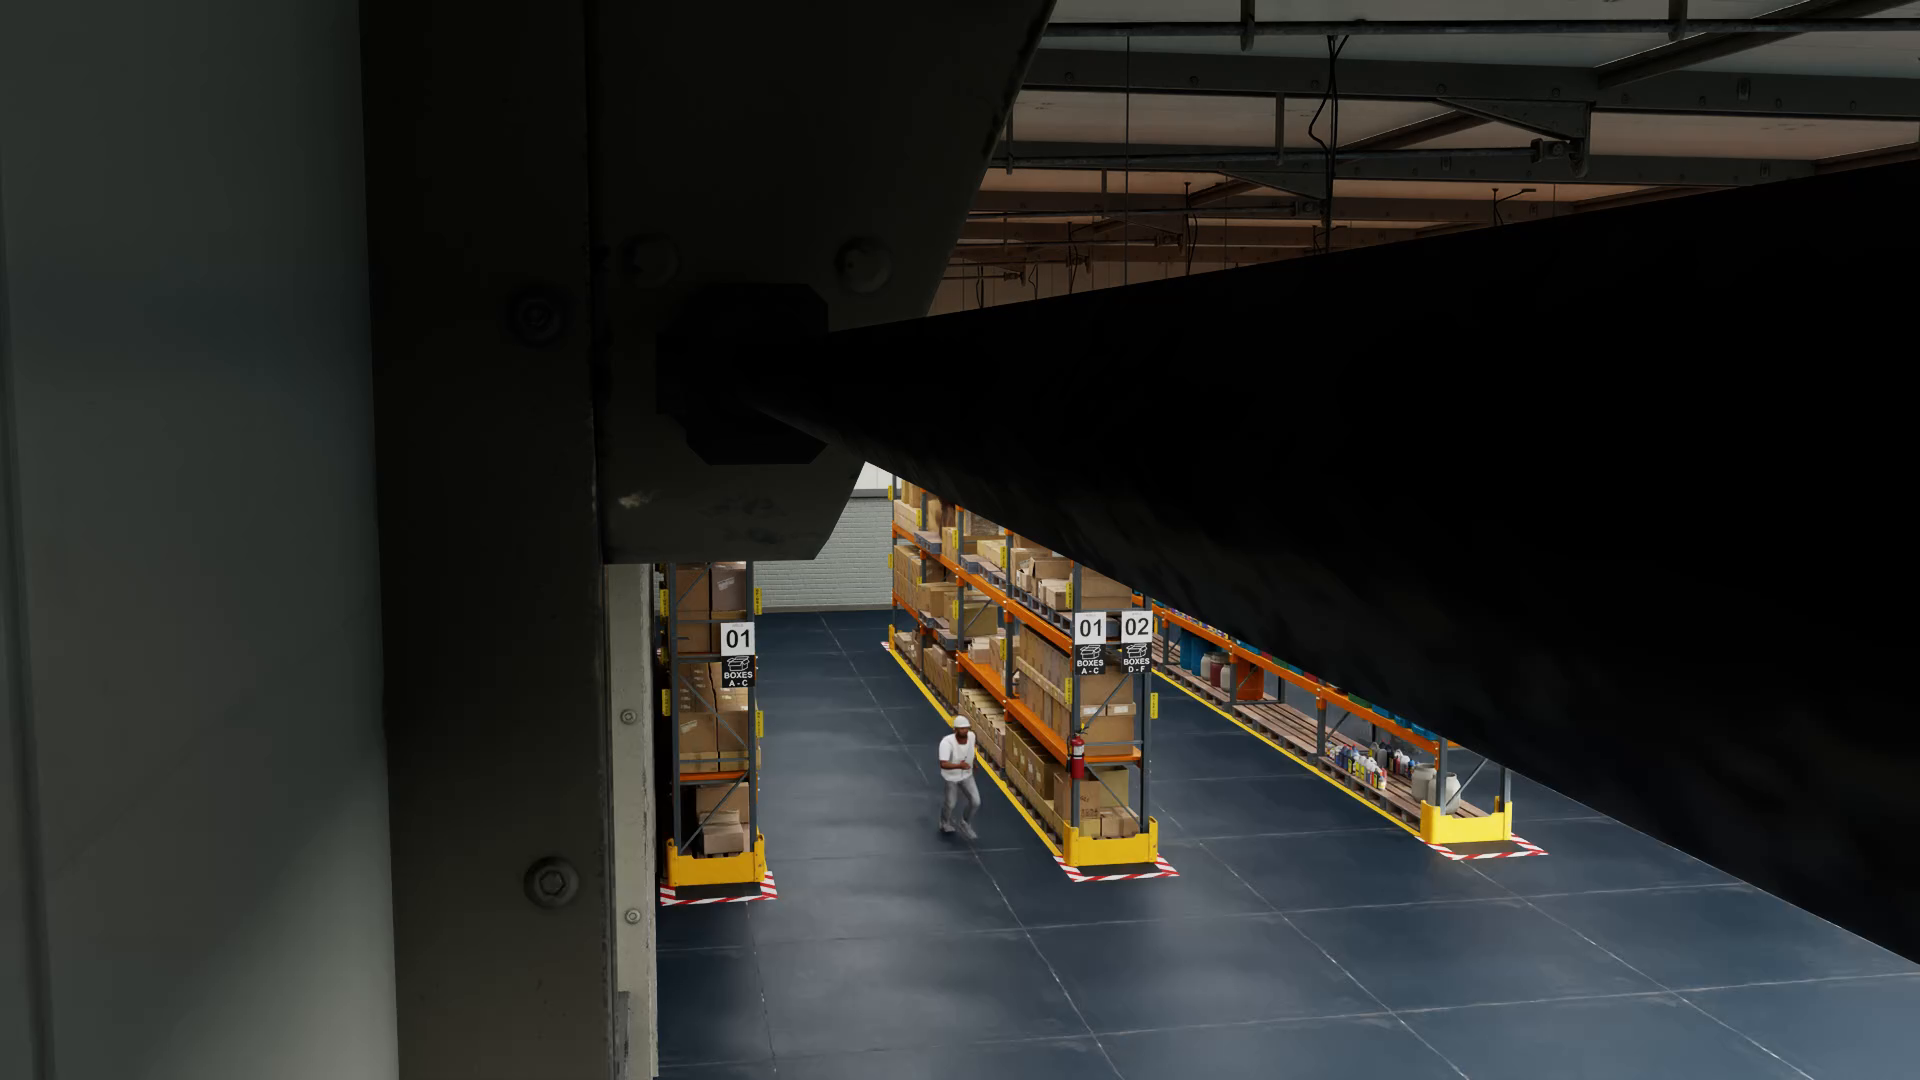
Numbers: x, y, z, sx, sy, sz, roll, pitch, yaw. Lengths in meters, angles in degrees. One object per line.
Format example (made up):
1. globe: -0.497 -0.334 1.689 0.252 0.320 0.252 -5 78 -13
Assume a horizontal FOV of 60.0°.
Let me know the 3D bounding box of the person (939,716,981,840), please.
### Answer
1. person: -0.022 3.114 21.904 0.647 1.685 0.919 -3 7 -25

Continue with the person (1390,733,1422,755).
1. person: 7.337 2.612 26.901 0.669 1.593 1.099 -1 6 -13
